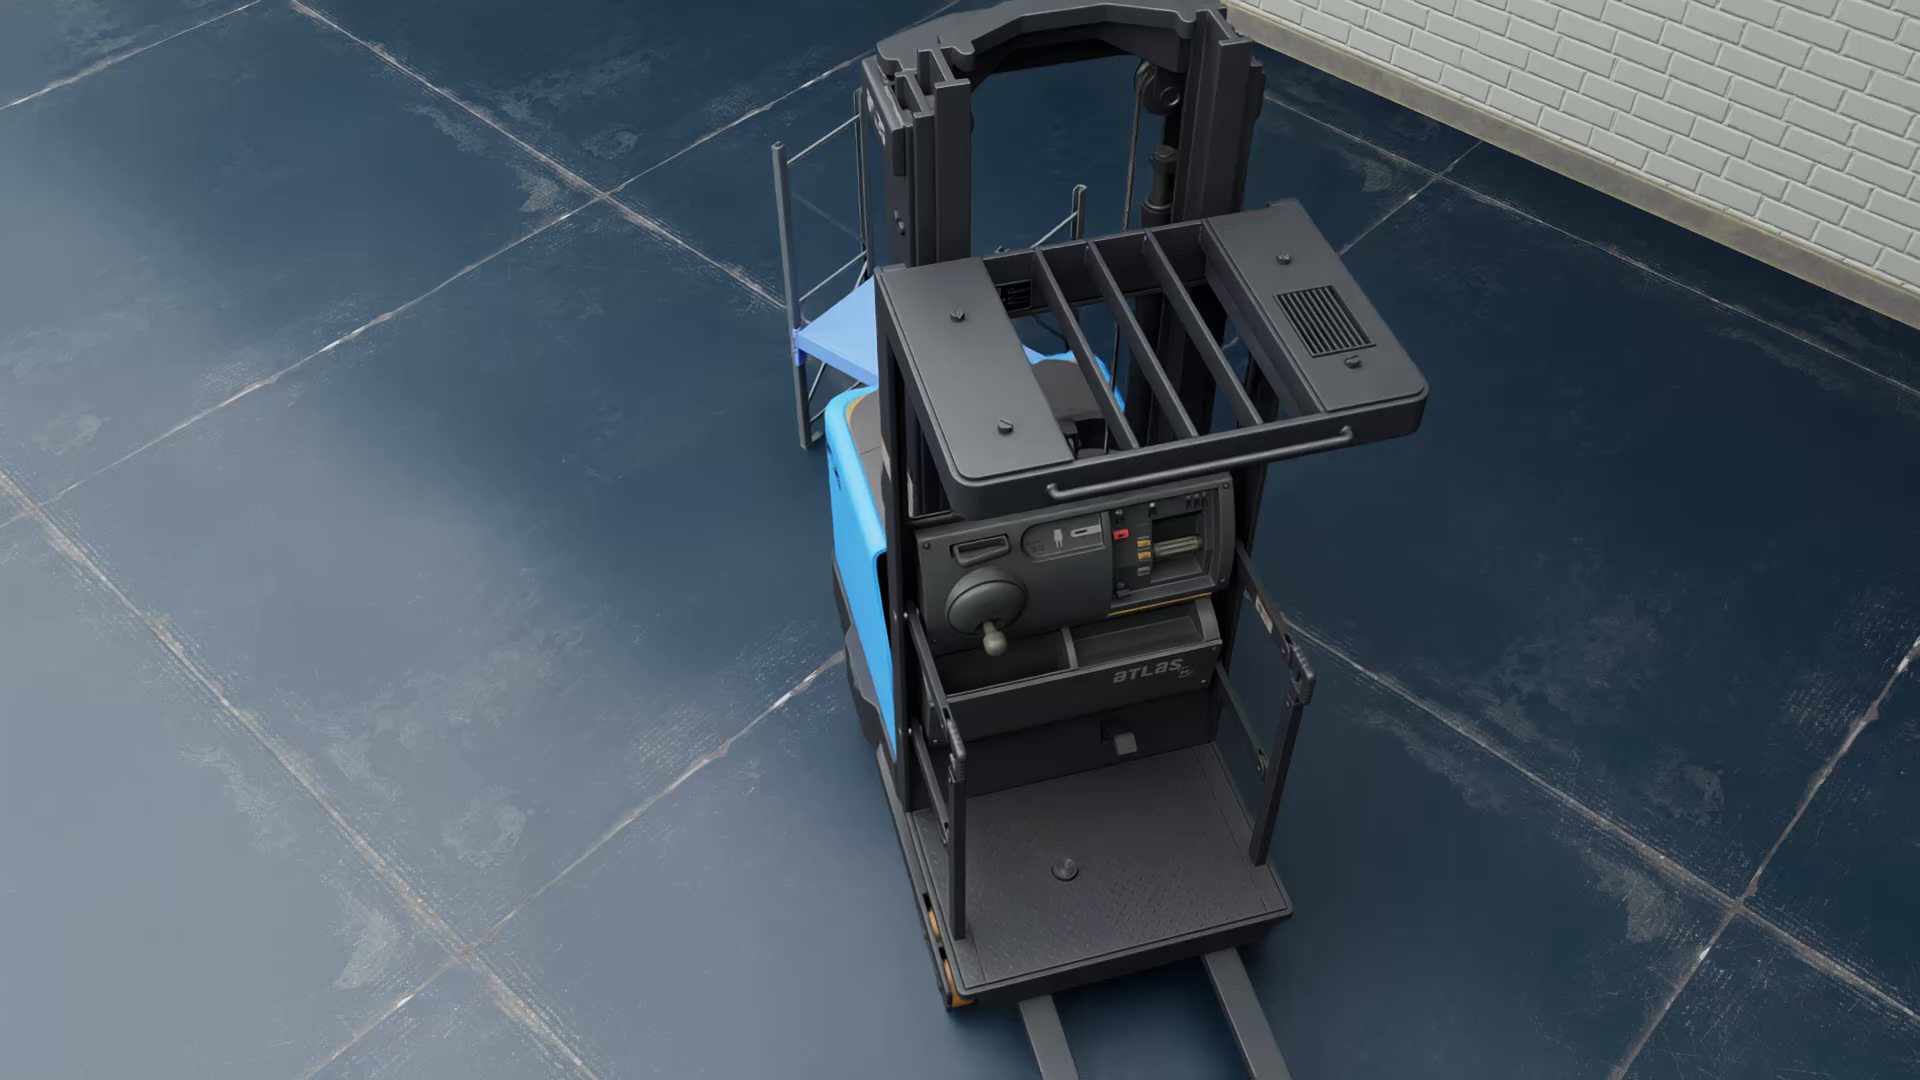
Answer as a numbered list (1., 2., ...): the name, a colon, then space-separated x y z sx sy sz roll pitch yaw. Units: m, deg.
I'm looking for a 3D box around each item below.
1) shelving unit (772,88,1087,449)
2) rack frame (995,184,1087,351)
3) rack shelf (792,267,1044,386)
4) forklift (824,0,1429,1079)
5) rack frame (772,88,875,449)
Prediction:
1. shelving unit: -0.118 -0.823 6.494 1.048 1.500 0.538 30 54 25
2. rack frame: 0.282 -0.595 6.280 0.032 1.500 0.500 30 54 25
3. rack shelf: -0.118 -0.700 6.625 1.000 0.185 0.538 30 54 25
4. forklift: 0.398 0.169 4.581 1.130 2.935 3.031 -11 48 -10
5. rack frame: -0.518 -1.052 6.709 0.032 1.500 0.500 30 54 25
